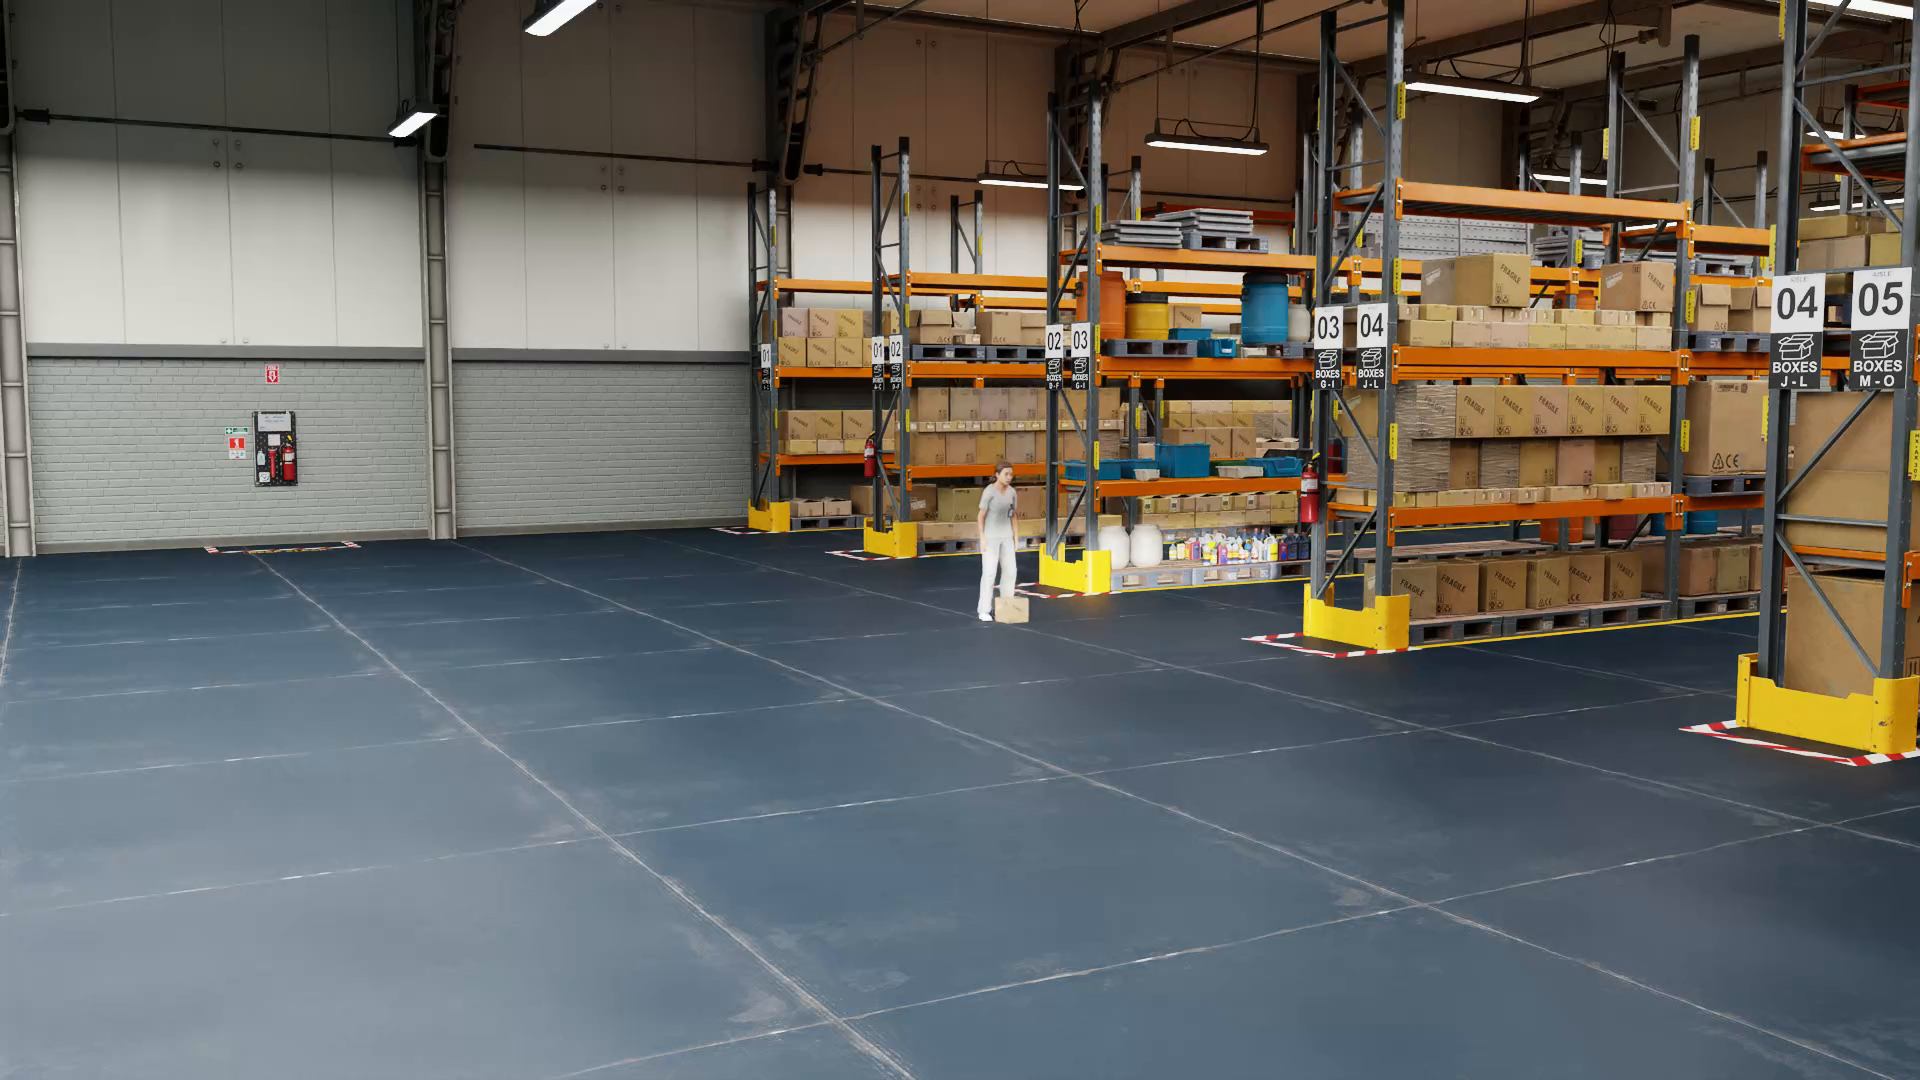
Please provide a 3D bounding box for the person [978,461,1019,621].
[{"bbox_3d":[0.424,0.001,17.458,0.501,1.671,0.416,-3,6,-32],"label":"person"}]
